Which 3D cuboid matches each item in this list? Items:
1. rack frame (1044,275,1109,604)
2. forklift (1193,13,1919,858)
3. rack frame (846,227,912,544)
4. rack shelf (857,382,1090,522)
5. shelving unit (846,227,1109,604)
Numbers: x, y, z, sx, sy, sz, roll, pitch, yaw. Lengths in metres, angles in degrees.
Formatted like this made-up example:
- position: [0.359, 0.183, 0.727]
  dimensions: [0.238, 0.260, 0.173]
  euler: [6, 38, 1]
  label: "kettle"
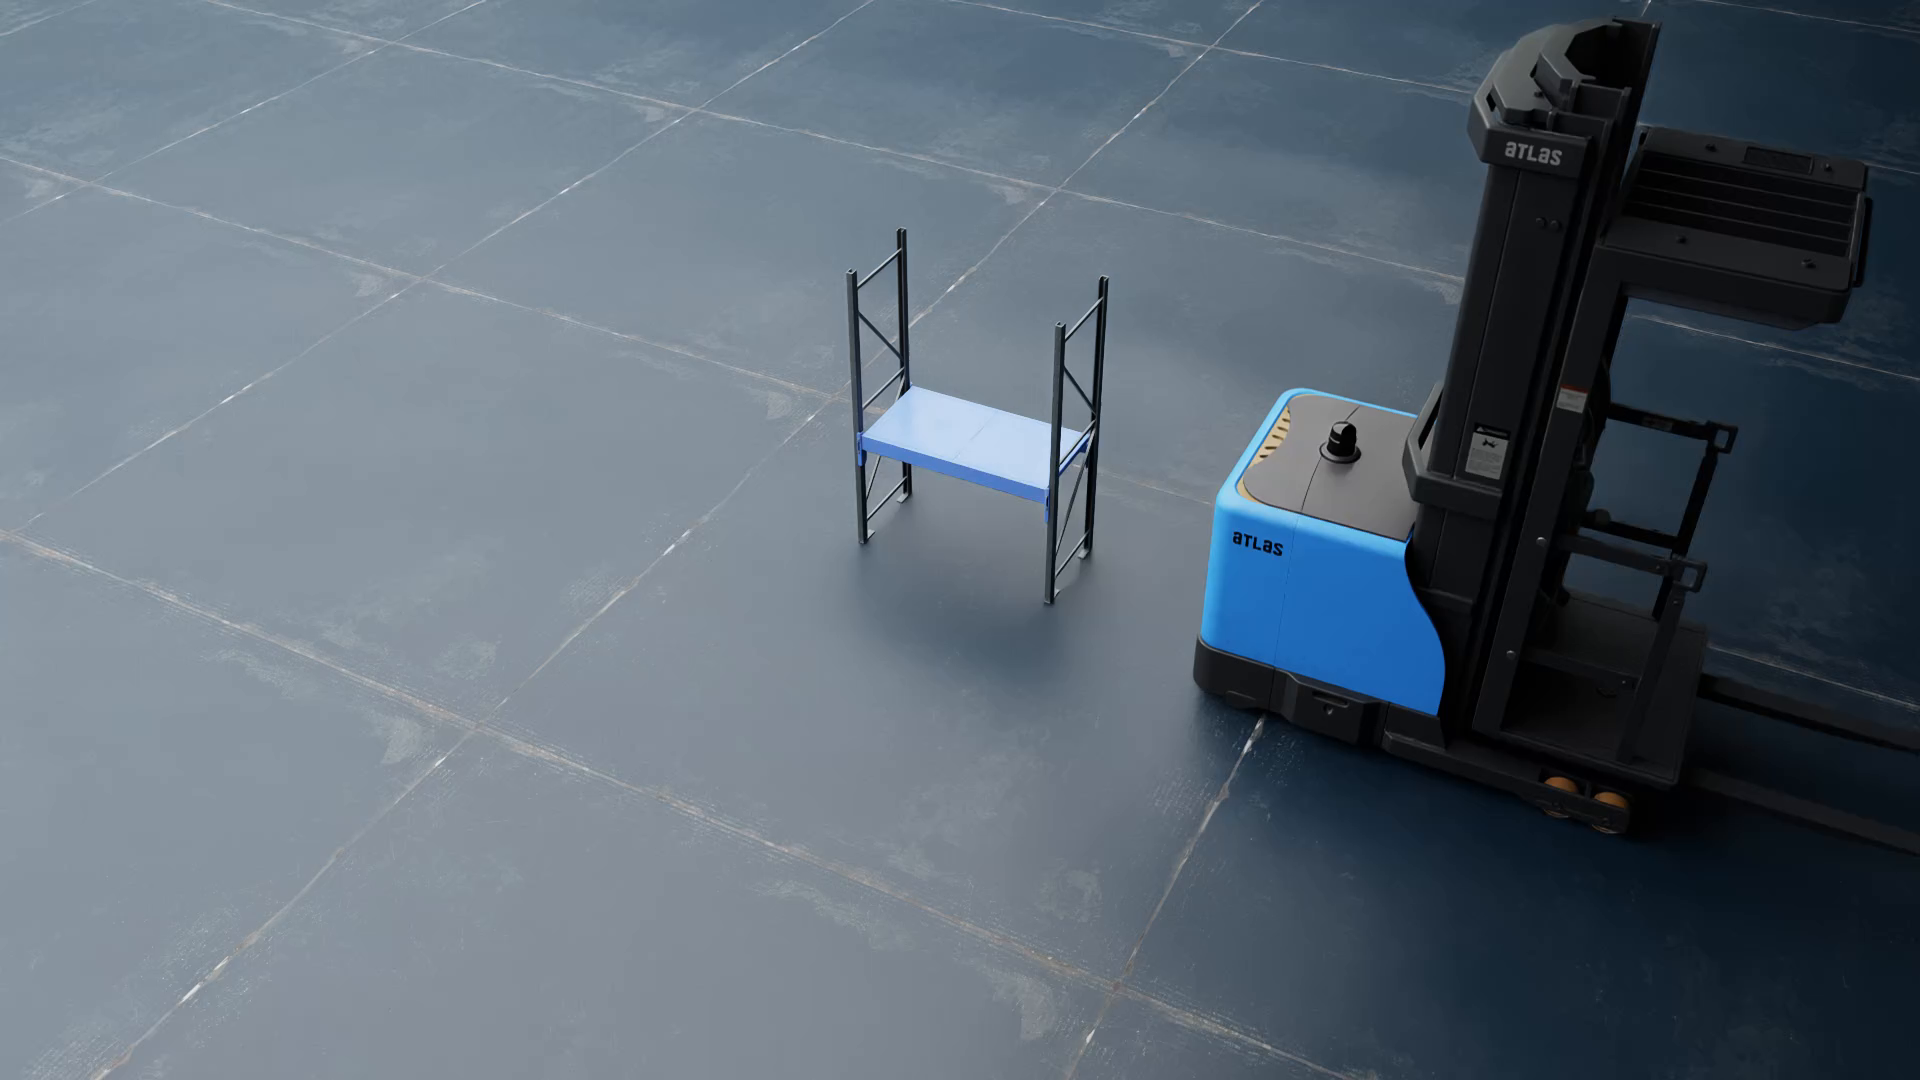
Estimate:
- position: [0.527, -0.432, 7.599]
  dimensions: [0.032, 1.500, 0.500]
  euler: [17, 41, 21]
  label: "rack frame"
- position: [2.584, -0.353, 6.310]
  dimensions: [3.031, 2.935, 1.130]
  euler: [17, 40, 21]
  label: "forklift"
- position: [-0.376, -0.715, 7.971]
  dimensions: [0.032, 1.500, 0.500]
  euler: [17, 41, 21]
  label: "rack frame"
- position: [0.076, -0.430, 7.894]
  dimensions: [1.000, 0.185, 0.538]
  euler: [17, 41, 21]
  label: "rack shelf"
- position: [0.076, -0.574, 7.785]
  dimensions: [1.048, 1.500, 0.538]
  euler: [17, 41, 21]
  label: "shelving unit"
